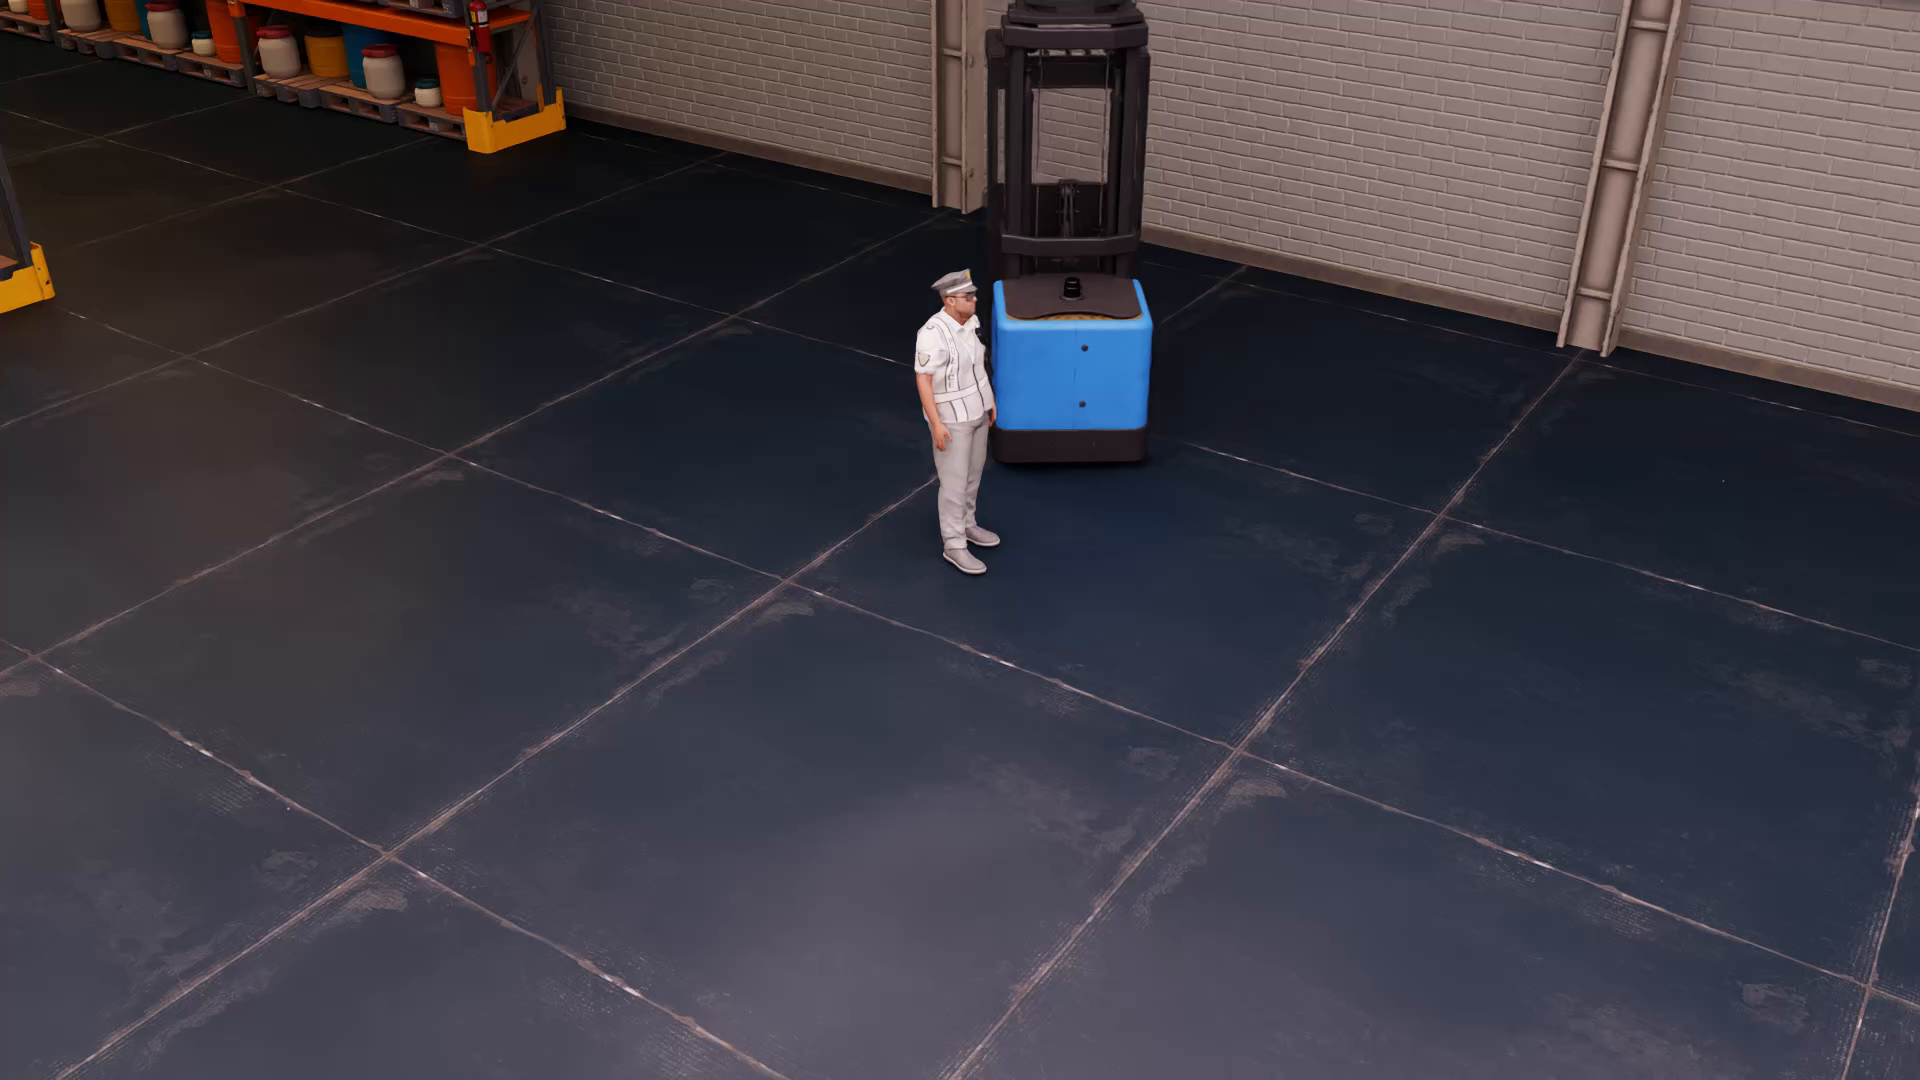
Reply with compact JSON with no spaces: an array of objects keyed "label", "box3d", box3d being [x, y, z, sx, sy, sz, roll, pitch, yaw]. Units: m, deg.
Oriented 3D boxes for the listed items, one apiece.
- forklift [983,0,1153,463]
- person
[{"label":"forklift","box3d":[0.728,-2.493,11.875,1.130,2.935,3.031,-1,30,-1]},{"label":"person","box3d":[0.057,-0.750,10.003,0.575,1.781,0.640,19,35,29]}]
